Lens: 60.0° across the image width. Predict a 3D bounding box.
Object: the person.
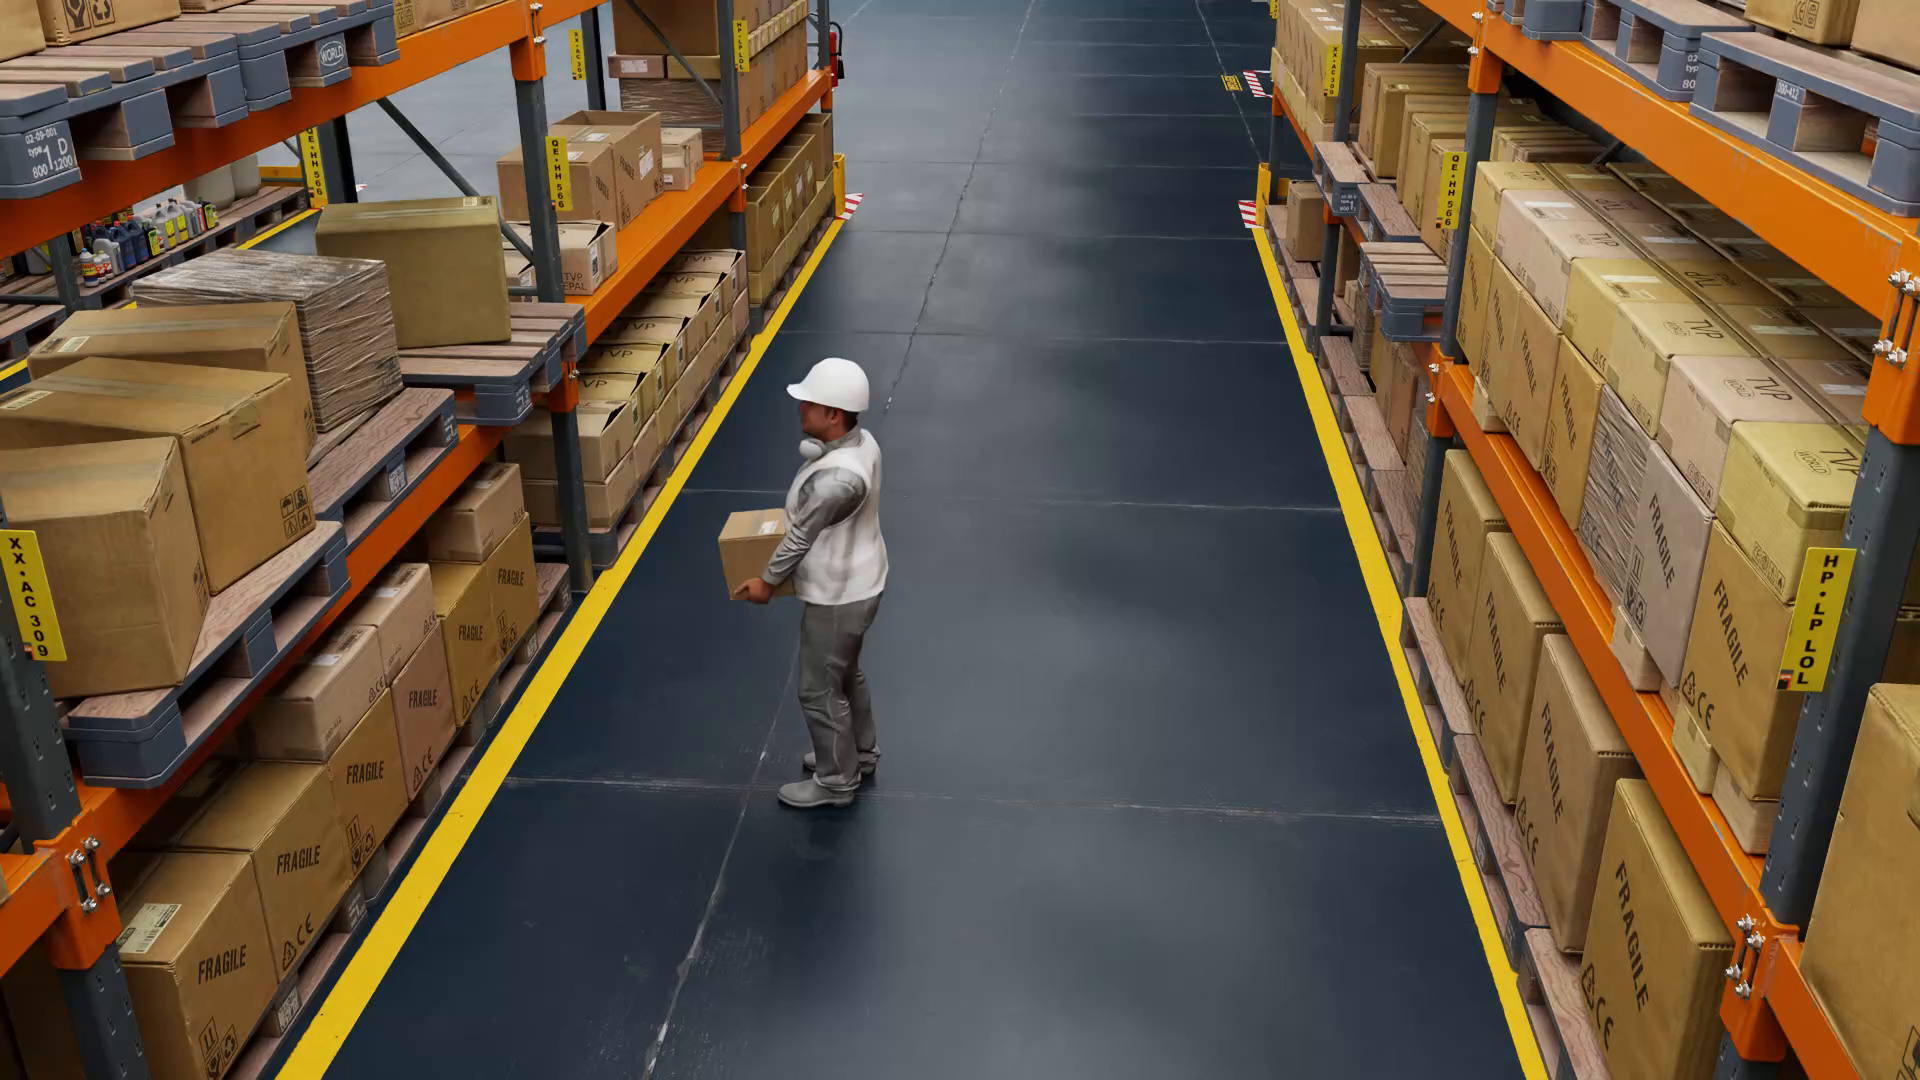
[{"bbox_3d":[-0.546,0.172,6.198,0.550,1.772,0.495,2,24,4],"label":"person"}]
